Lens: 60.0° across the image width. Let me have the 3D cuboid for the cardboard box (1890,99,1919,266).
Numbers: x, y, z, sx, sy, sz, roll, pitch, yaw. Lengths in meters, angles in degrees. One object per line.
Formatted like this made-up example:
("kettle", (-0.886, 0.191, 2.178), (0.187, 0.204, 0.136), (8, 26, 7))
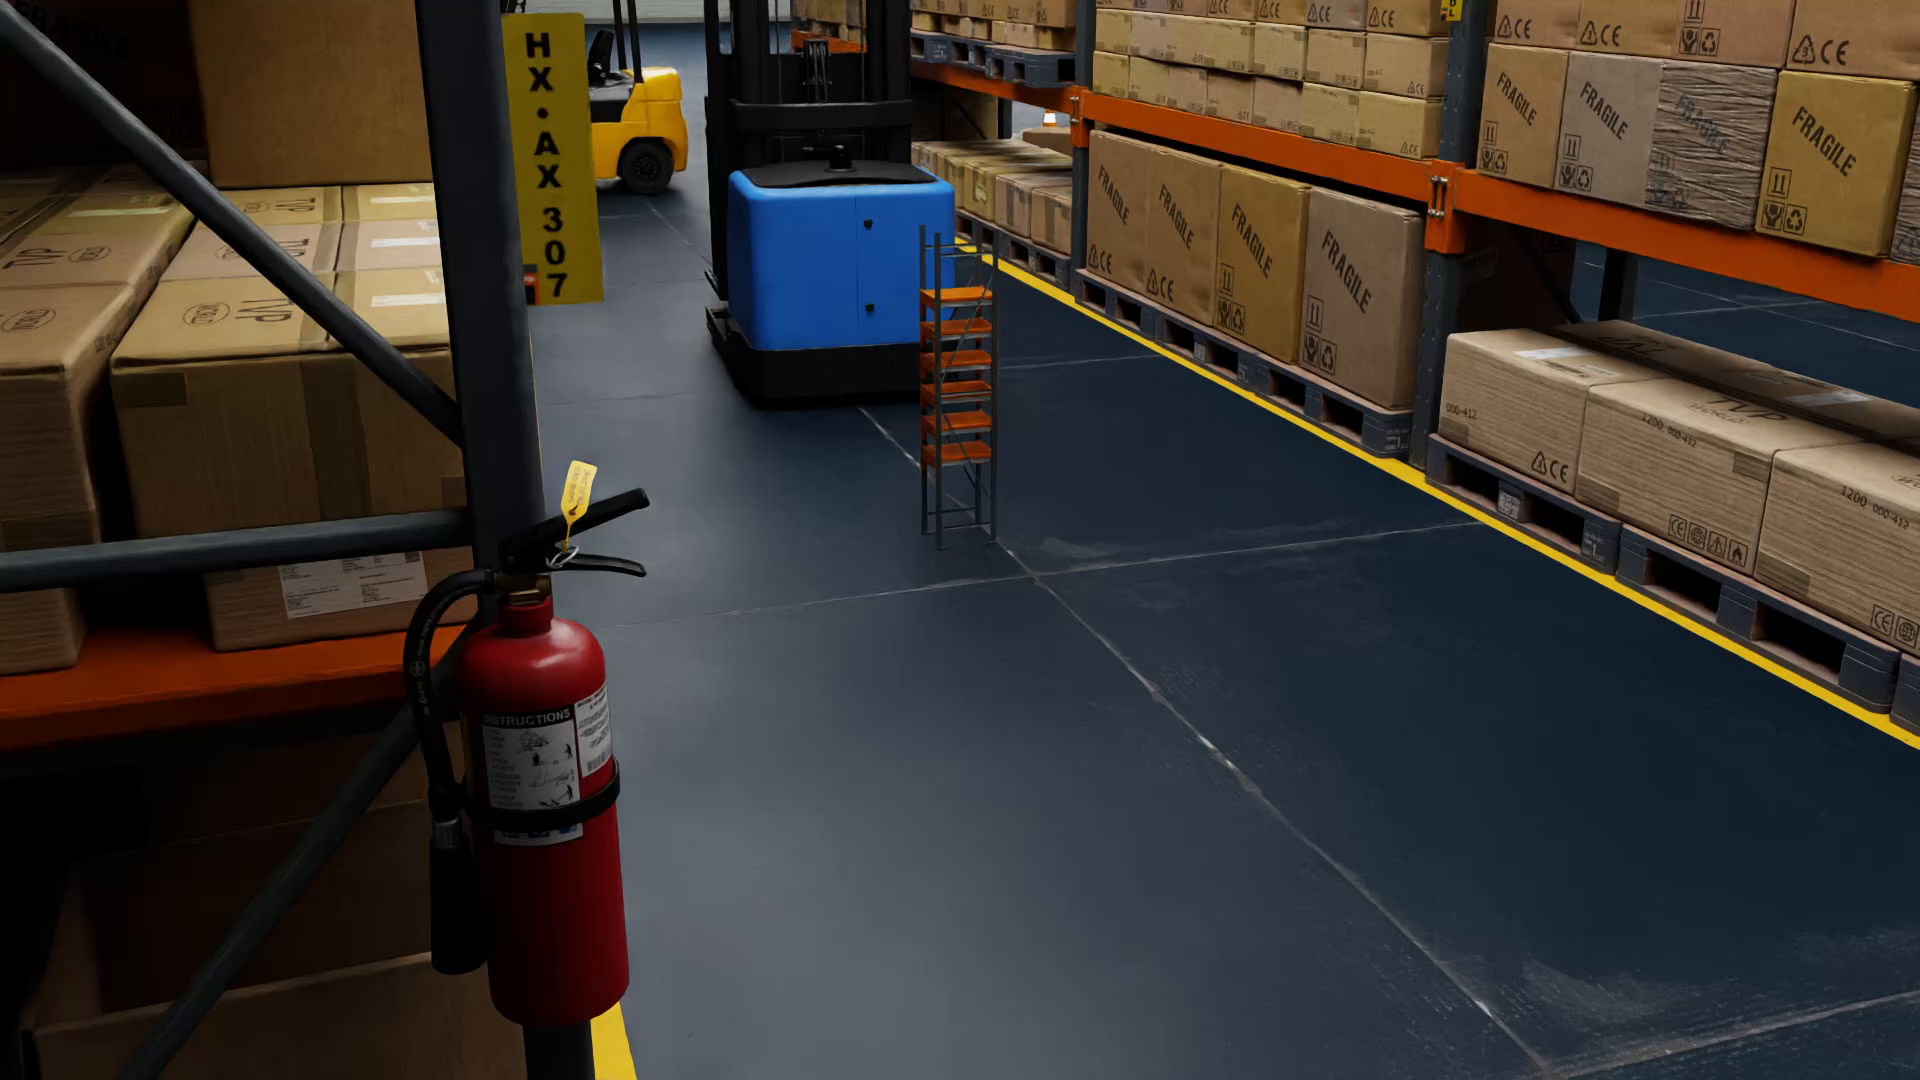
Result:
("cardboard box", (3.010, -0.994, 4.598), (0.500, 0.500, 0.500), (-6, 21, -16))

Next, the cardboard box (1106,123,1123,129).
("cardboard box", (1.636, -3.723, 14.922), (0.500, 0.500, 0.500), (-6, 21, -17))

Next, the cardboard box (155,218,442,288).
("cardboard box", (-1.029, -0.370, 2.792), (0.500, 0.250, 0.500), (-6, 21, -17))

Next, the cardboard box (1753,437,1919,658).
("cardboard box", (3.130, 0.021, 5.090), (0.875, 0.438, 0.875), (-6, 21, -16))

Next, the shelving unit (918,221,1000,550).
("shelving unit", (-0.005, -0.569, 6.227), (0.258, 1.200, 0.189), (-6, 21, -17))

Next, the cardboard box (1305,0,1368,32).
("cardboard box", (1.922, -2.577, 7.526), (0.500, 0.500, 0.500), (-6, 21, -16))

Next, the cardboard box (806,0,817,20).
("cardboard box", (-1.250, -5.468, 16.614), (0.500, 0.500, 0.500), (-6, 21, -16))

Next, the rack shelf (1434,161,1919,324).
("rack shelf", (3.099, -0.797, 5.262), (1.077, 0.370, 4.000), (-6, 21, -17))

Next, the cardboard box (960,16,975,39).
("cardboard box", (0.213, -3.792, 12.286), (0.380, 0.149, 0.250), (-6, 20, -15))

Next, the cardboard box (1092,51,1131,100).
("cardboard box", (1.128, -2.806, 10.014), (0.500, 0.250, 0.500), (-7, 21, -18))

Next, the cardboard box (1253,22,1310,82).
("cardboard box", (1.768, -2.383, 8.095), (0.500, 0.250, 0.500), (-6, 21, -16))

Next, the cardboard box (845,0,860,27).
("cardboard box", (-0.755, -4.978, 15.251), (0.500, 0.500, 0.500), (-6, 21, -16))

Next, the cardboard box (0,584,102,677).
("cardboard box", (-1.342, 0.075, 2.141), (0.380, 0.149, 0.250), (-7, 21, -18))

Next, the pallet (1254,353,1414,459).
("pallet", (2.156, -0.704, 8.065), (1.003, 0.211, 1.213), (-6, 21, -17))

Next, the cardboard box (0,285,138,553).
("cardboard box", (-1.380, -0.154, 2.189), (0.500, 0.250, 0.500), (-6, 21, -16))

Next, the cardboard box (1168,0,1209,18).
("cardboard box", (1.449, -3.068, 8.895), (0.500, 0.500, 0.500), (-6, 21, -16))

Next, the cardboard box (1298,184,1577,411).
("cardboard box", (2.200, -1.165, 7.745), (0.875, 0.875, 0.875), (-6, 21, -16))

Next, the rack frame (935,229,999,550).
("rack frame", (0.024, -0.540, 6.145), (0.240, 1.200, 0.006), (-6, 21, -17))

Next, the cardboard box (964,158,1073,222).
("cardboard box", (0.573, -2.684, 12.718), (0.950, 0.372, 0.625), (-6, 21, -15))

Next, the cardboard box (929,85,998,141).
("cardboard box", (0.027, -3.819, 14.948), (0.500, 0.500, 0.500), (-5, 20, -15))

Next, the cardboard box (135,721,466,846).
("cardboard box", (-1.317, 0.529, 3.583), (0.700, 0.500, 0.500), (-6, 20, -15))

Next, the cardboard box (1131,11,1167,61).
("cardboard box", (1.300, -2.871, 9.454), (0.500, 0.250, 0.500), (-6, 21, -16))

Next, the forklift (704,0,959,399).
("forklift", (-0.866, -2.534, 9.137), (1.130, 2.935, 3.031), (-5, 20, -13))

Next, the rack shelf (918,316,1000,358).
("rack shelf", (-0.005, -0.753, 6.160), (0.258, 0.103, 0.180), (-6, 21, -17))

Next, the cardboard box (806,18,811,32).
("cardboard box", (-1.391, -5.379, 17.326), (0.380, 0.149, 0.250), (-6, 21, -17))

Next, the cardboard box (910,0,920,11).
("cardboard box", (-0.169, -4.548, 13.432), (0.500, 0.500, 0.500), (-6, 21, -16))

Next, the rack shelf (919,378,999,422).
("rack shelf", (-0.005, -0.528, 6.242), (0.258, 0.103, 0.180), (-6, 21, -17))

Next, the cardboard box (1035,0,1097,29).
("cardboard box", (0.806, -3.562, 10.686), (0.500, 0.500, 0.500), (-7, 21, -19))

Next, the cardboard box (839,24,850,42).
("cardboard box", (-0.924, -4.787, 15.677), (0.380, 0.149, 0.250), (-6, 21, -17))

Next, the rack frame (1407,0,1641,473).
("rack frame", (2.471, -1.777, 6.927), (1.000, 3.000, 0.127), (-6, 21, -17))

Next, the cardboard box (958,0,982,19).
("cardboard box", (0.303, -4.064, 12.084), (0.500, 0.500, 0.500), (-7, 21, -19))

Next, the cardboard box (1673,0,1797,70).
("cardboard box", (2.693, -1.788, 5.330), (0.500, 0.500, 0.500), (-6, 21, -16))

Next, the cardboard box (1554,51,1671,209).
("cardboard box", (2.524, -1.484, 5.962), (0.500, 0.500, 0.500), (-6, 21, -17))

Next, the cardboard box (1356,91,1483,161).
("cardboard box", (2.090, -1.824, 7.278), (0.500, 0.250, 0.500), (-7, 21, -18))

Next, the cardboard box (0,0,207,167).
("cardboard box", (-2.025, -1.165, 3.894), (0.500, 0.500, 0.500), (-7, 21, -19))

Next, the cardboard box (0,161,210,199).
("cardboard box", (-1.856, -0.647, 3.561), (0.500, 0.250, 0.500), (-6, 21, -17))

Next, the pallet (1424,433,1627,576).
("pallet", (2.635, -0.212, 6.696), (1.003, 0.211, 1.213), (-6, 21, -17))

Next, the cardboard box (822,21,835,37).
("cardboard box", (-1.142, -5.040, 16.382), (0.380, 0.149, 0.250), (-6, 21, -16))

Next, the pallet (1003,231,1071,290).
("pallet", (0.969, -1.999, 11.671), (1.003, 0.211, 1.213), (-6, 21, -17))

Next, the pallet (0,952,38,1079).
("pallet", (-1.259, 1.067, 3.133), (1.003, 0.211, 1.213), (-6, 21, -17))

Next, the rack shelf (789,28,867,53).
("rack shelf", (-0.673, -4.648, 15.983), (1.077, 0.370, 4.000), (-6, 21, -17))

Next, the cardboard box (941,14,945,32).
("cardboard box", (0.062, -4.049, 13.002), (0.380, 0.149, 0.250), (-5, 20, -14))

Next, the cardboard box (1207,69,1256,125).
("cardboard box", (1.624, -2.317, 8.650), (0.500, 0.250, 0.500), (-6, 21, -17))

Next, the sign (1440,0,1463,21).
("sign", (1.958, -2.224, 6.575), (0.100, 0.325, 0.005), (-6, 21, -17))

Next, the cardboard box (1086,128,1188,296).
("cardboard box", (1.352, -2.028, 10.147), (0.875, 0.875, 0.875), (-7, 21, -18))

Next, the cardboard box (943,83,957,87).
("cardboard box", (0.045, -4.171, 14.968), (0.380, 0.149, 0.250), (-6, 21, -16))

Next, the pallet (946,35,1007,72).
("pallet", (0.552, -3.601, 12.289), (1.003, 0.211, 1.213), (-6, 21, -17))

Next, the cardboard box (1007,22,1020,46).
("cardboard box", (0.541, -3.456, 11.353), (0.380, 0.149, 0.250), (-7, 21, -20))

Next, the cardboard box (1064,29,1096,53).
("cardboard box", (0.887, -3.220, 10.695), (0.380, 0.149, 0.250), (-6, 21, -15))
